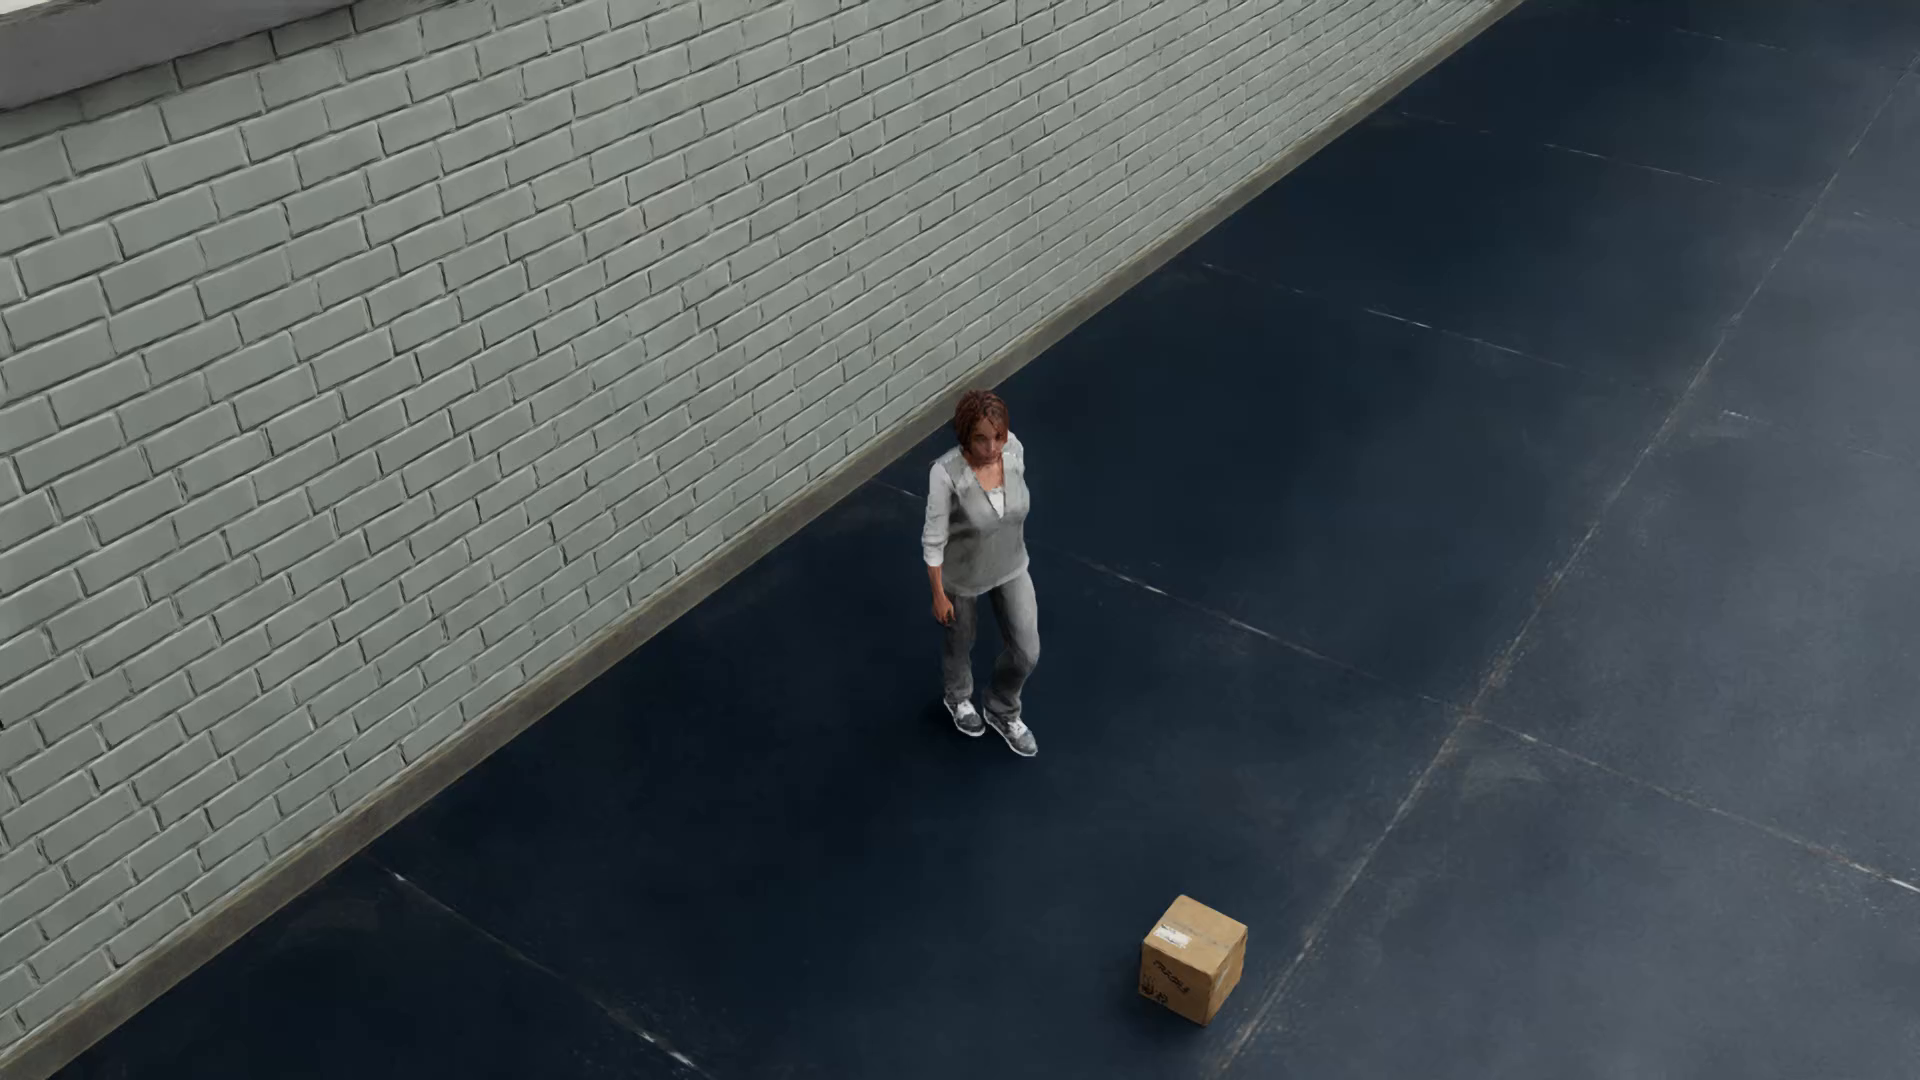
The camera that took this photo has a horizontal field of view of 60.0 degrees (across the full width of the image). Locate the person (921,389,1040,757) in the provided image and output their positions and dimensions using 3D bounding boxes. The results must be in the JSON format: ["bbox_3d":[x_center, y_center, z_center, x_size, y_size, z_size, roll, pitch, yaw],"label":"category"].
[{"bbox_3d":[0.048,0.113,5.976,0.442,1.596,0.500,-14,37,-19],"label":"person"}]
